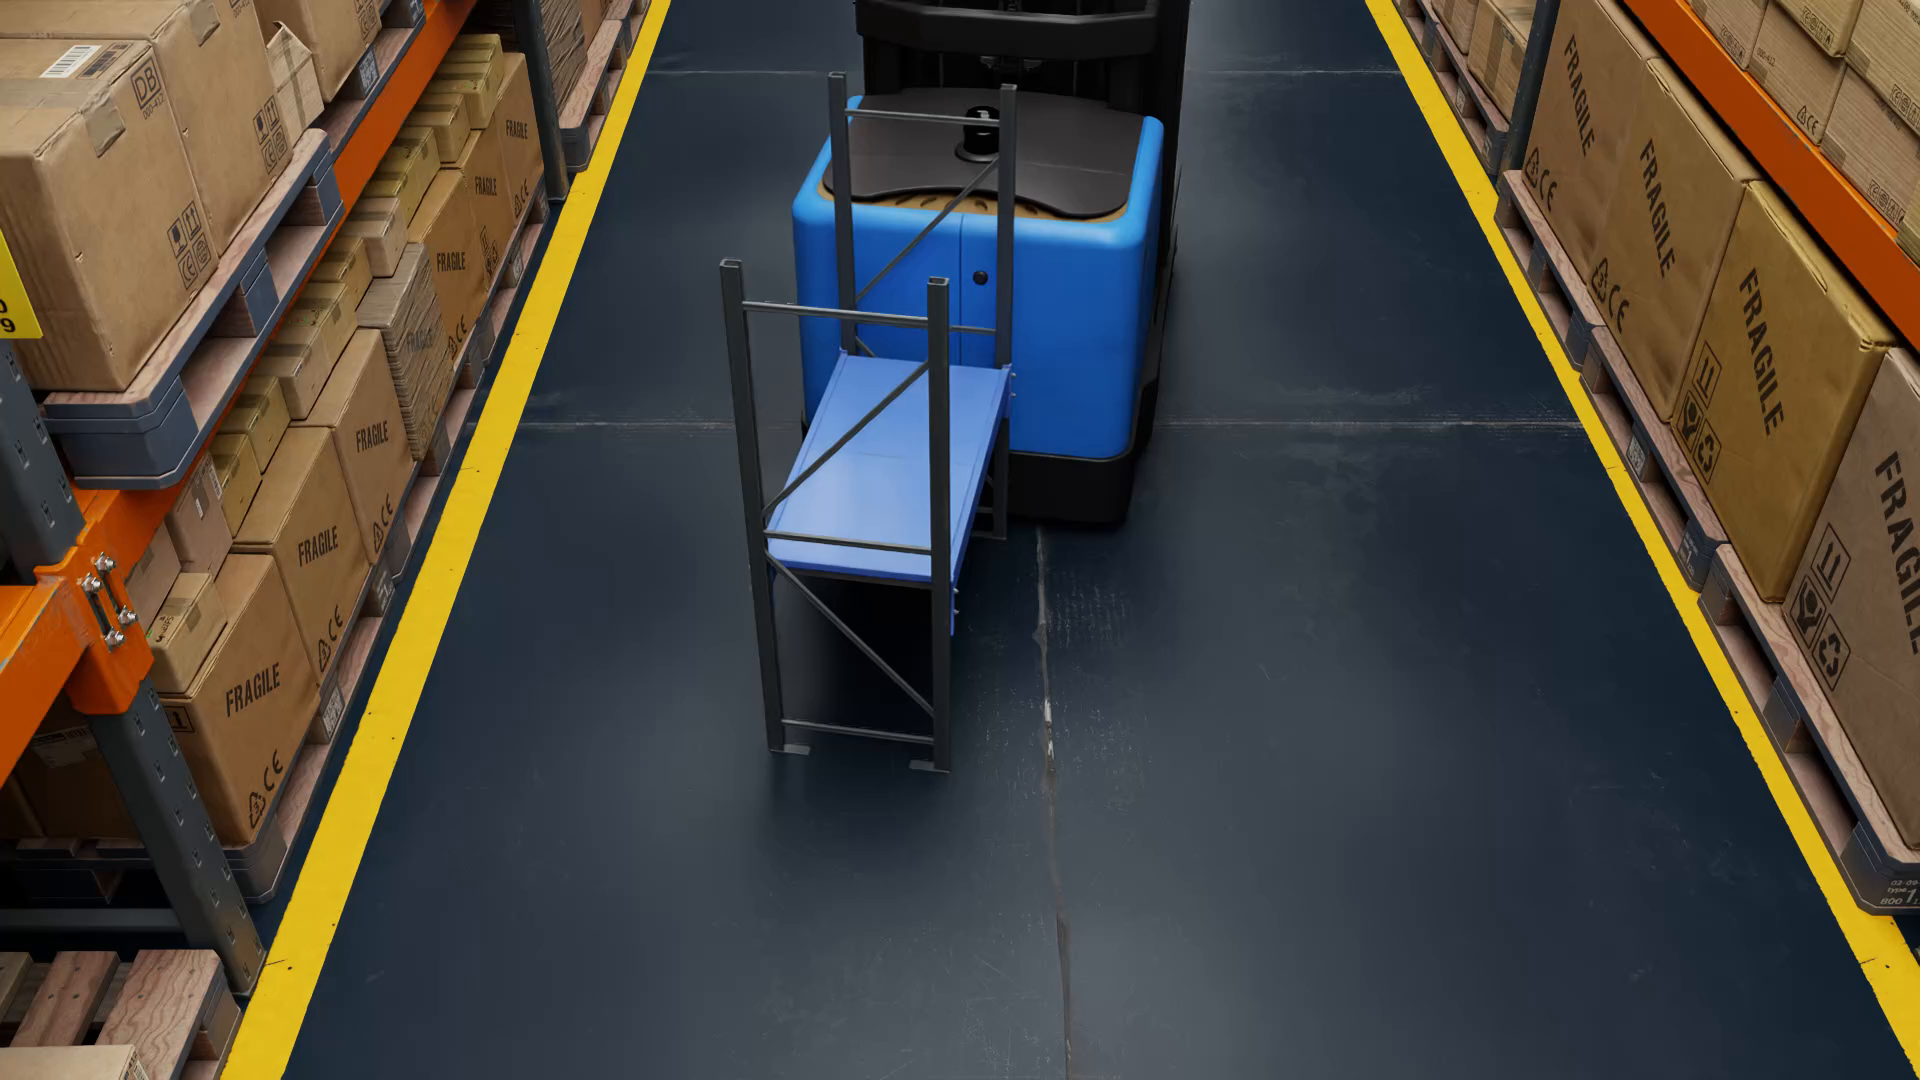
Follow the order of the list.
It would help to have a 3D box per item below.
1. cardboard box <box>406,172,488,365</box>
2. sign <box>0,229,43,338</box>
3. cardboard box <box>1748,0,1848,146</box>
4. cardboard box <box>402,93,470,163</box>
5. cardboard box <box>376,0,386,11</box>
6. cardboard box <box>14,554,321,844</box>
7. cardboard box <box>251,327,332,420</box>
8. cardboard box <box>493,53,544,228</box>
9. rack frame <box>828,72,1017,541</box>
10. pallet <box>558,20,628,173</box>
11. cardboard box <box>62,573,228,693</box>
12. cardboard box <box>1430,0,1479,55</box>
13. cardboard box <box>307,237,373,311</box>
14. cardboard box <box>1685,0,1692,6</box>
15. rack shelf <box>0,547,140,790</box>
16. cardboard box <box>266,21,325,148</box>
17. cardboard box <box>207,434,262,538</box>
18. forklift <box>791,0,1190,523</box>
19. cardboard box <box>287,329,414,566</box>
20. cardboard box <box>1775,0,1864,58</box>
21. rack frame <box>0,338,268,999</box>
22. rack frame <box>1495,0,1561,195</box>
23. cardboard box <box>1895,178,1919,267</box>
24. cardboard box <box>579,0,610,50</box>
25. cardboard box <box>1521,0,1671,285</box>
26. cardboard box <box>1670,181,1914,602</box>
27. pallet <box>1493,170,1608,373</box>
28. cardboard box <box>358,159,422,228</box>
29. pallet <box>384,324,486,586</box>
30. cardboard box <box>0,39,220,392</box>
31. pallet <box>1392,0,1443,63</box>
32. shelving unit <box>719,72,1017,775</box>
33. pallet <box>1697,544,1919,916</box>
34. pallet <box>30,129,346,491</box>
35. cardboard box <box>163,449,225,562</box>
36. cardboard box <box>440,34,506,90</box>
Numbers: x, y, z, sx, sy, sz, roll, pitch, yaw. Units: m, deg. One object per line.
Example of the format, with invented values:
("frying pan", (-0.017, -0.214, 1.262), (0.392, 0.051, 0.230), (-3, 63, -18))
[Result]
("cardboard box", (-1.961, -0.917, 5.658), (0.500, 0.500, 0.500), (2, 39, 2))
("sign", (-1.623, -0.474, 2.751), (0.100, 0.325, 0.005), (0, 39, 0))
("cardboard box", (2.560, -1.316, 4.614), (0.500, 0.250, 0.500), (0, 39, 0))
("cardboard box", (-1.929, -1.430, 5.780), (0.380, 0.149, 0.250), (-1, 39, -2))
("cardboard box", (-1.983, -1.816, 4.699), (0.797, 0.503, 0.637), (-1, 39, -1))
("cardboard box", (-1.941, 0.378, 4.043), (0.500, 0.500, 0.500), (2, 39, 2))
("cardboard box", (-1.966, -0.459, 4.568), (0.380, 0.149, 0.250), (0, 39, 0))
("cardboard box", (-1.955, -1.557, 6.457), (0.500, 0.500, 0.500), (1, 39, 1))
("rack frame", (-0.099, -0.617, 4.821), (0.500, 1.500, 0.032), (6, 39, 8))
("pallet", (-2.132, -2.059, 7.651), (1.003, 0.211, 1.213), (0, 39, 0))
("cardboard box", (-1.900, 0.203, 3.743), (0.380, 0.149, 0.250), (2, 39, 2))
("cardboard box", (2.794, -2.592, 7.851), (0.950, 0.372, 0.625), (-1, 39, -1))
("cardboard box", (-1.993, -0.783, 4.972), (0.380, 0.149, 0.250), (0, 39, 0))
("cardboard box", (2.561, -1.953, 5.408), (0.500, 0.250, 0.500), (-1, 39, -1))
("rack shelf", (-2.163, 1.400, 1.679), (1.077, 0.370, 4.000), (0, 39, 0))
("cardboard box", (-1.783, -1.112, 4.010), (0.396, 0.266, 0.258), (2, 39, 2))
("cardboard box", (-1.989, -0.131, 4.159), (0.380, 0.149, 0.250), (-2, 39, -2))
("forklift", (0.256, -2.118, 5.549), (1.130, 2.935, 3.031), (6, 39, 8))
("cardboard box", (-1.948, -0.267, 4.848), (0.500, 0.500, 0.500), (-1, 39, -1))
("cardboard box", (2.522, -1.506, 4.451), (0.500, 0.250, 0.500), (1, 39, 1))
("rack frame", (-2.165, -0.131, 3.015), (1.000, 3.000, 0.127), (0, 39, 0))
("rack frame", (2.794, -2.639, 6.144), (1.000, 3.000, 0.127), (0, 39, 0))
("cardboard box", (2.546, -0.678, 3.817), (0.500, 0.250, 0.500), (-1, 39, -1))
("cardboard box", (-2.166, -2.669, 7.744), (0.875, 0.625, 0.625), (1, 39, 1))
("cardboard box", (2.711, -1.541, 6.138), (0.875, 0.875, 0.875), (0, 39, 0))
("cardboard box", (2.709, -0.425, 4.744), (0.875, 0.875, 0.875), (1, 39, 1))
("pallet", (2.719, -1.057, 6.401), (1.003, 0.211, 1.213), (0, 39, 0))
("cardboard box", (-1.973, -1.109, 5.380), (0.380, 0.149, 0.250), (-1, 39, -1))
("pallet", (-2.208, -0.317, 5.476), (1.003, 0.211, 1.213), (0, 39, 0))
("cardboard box", (-1.942, -0.637, 3.230), (0.700, 0.500, 0.500), (1, 39, 1))
("pallet", (2.796, -2.800, 8.575), (1.003, 0.211, 1.213), (0, 39, 0))
("shelving unit", (-0.185, -0.304, 4.430), (0.538, 1.500, 1.048), (6, 39, 8))
("pallet", (2.722, 0.468, 4.497), (1.003, 0.211, 1.213), (0, 39, 0))
("pallet", (-2.057, -0.556, 3.699), (1.003, 0.211, 1.213), (0, 39, 0))
("cardboard box", (-1.948, -0.076, 3.853), (0.380, 0.149, 0.250), (-2, 39, -2))
("cardboard box", (-1.916, -1.766, 6.199), (0.380, 0.149, 0.250), (-2, 39, -2))
